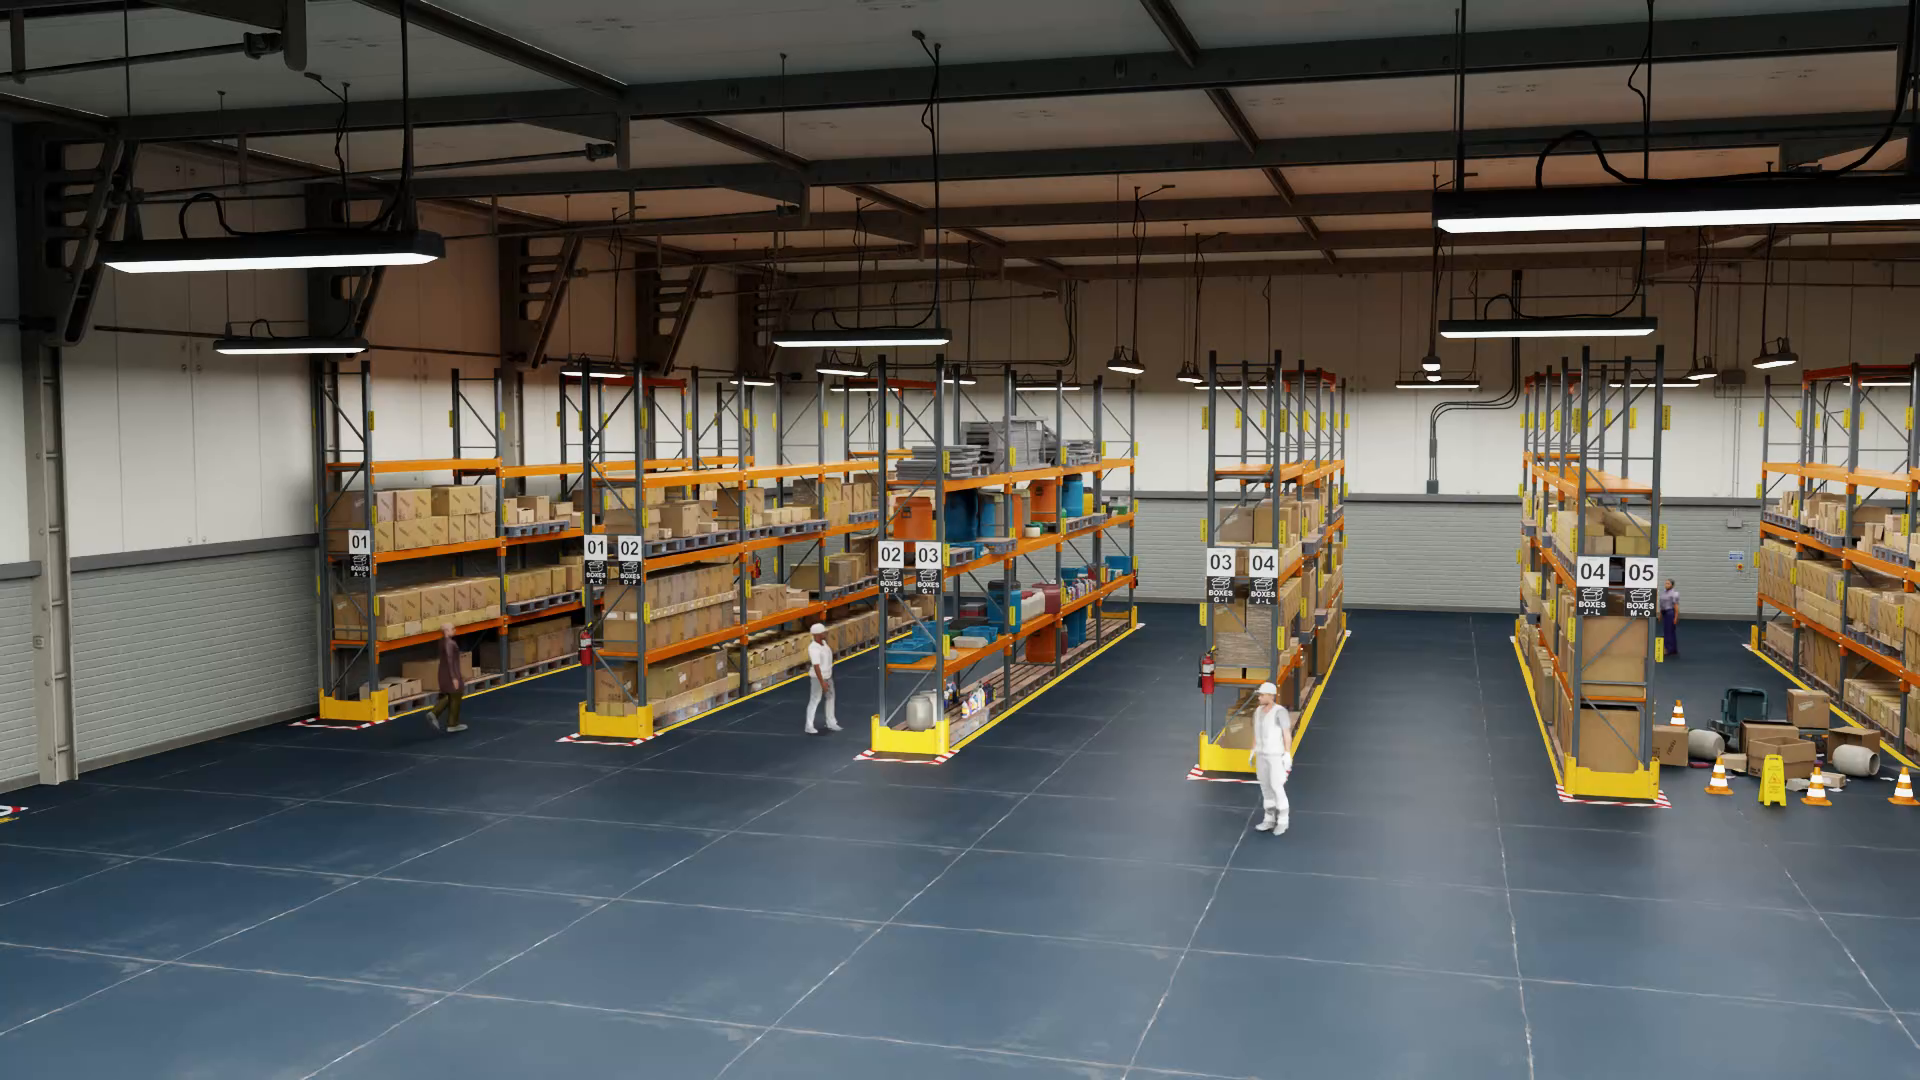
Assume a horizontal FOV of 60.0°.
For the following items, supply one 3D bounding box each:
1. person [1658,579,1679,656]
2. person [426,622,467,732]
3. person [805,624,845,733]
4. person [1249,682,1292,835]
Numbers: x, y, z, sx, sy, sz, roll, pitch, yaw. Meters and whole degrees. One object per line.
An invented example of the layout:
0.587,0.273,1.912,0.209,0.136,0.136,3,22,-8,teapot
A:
15.174,1.647,35.599,0.440,1.651,0.505,1,4,13,person
-8.236,2.196,26.654,0.563,1.766,0.673,3,5,37,person
-2.206,2.227,26.702,0.493,1.801,0.690,2,4,21,person
3.775,2.664,20.358,0.380,1.831,0.599,-3,5,-36,person
